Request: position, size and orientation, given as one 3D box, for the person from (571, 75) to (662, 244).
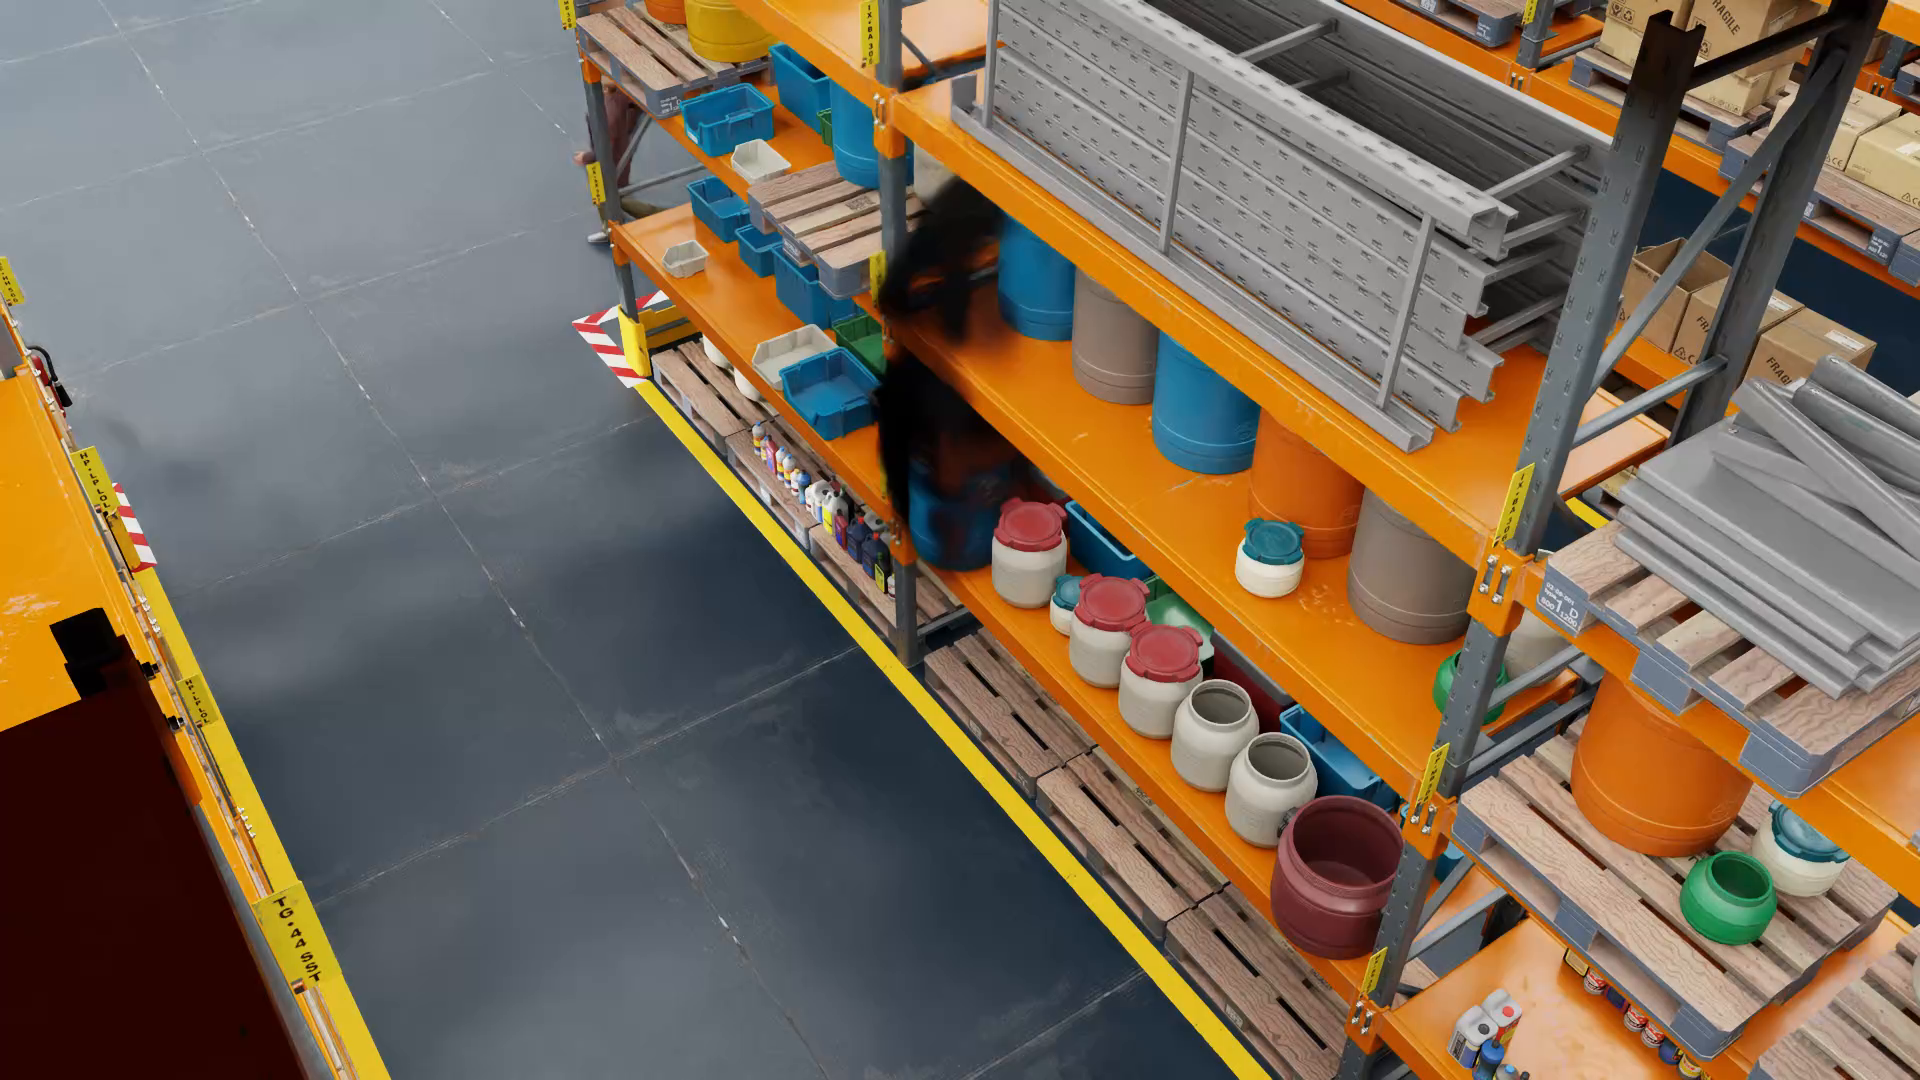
[{"bbox_3d":[-2.900,-3.139,13.974,0.796,1.672,0.768,5,43,5],"label":"person"}]
